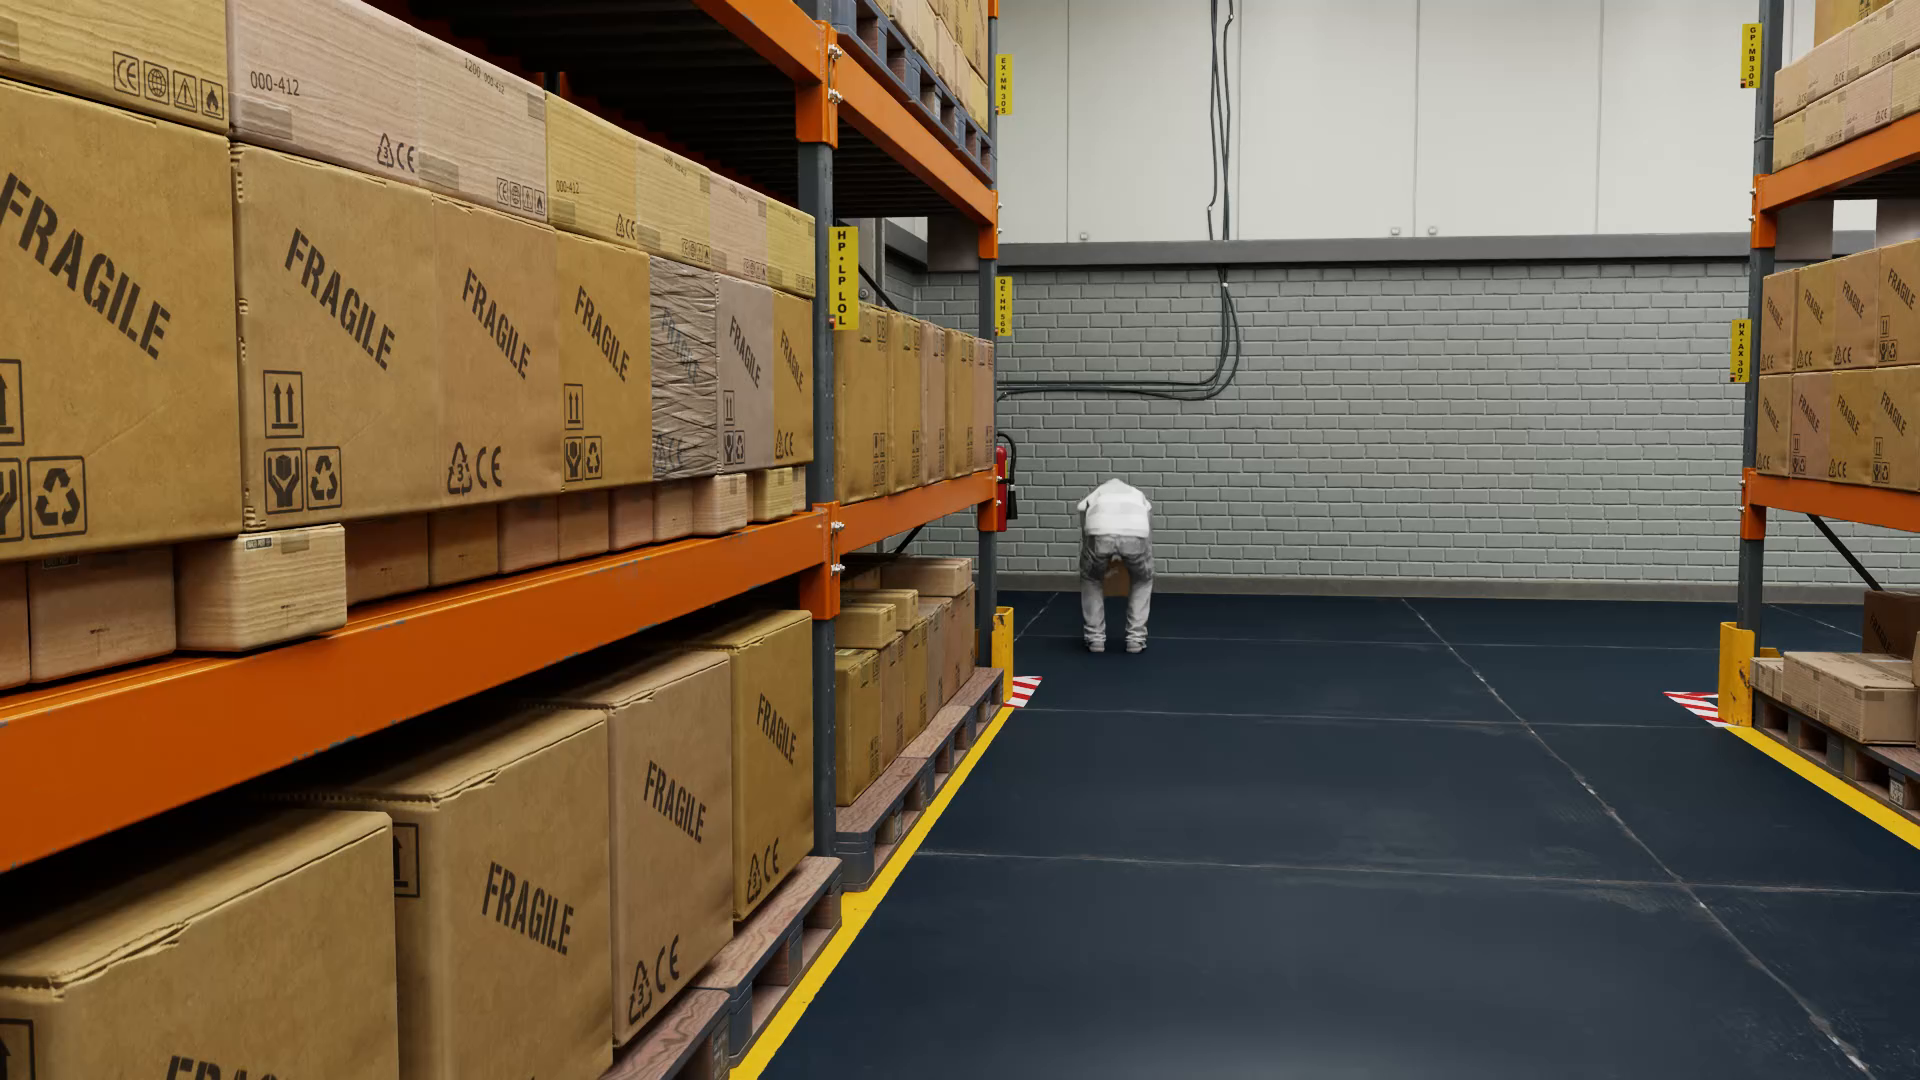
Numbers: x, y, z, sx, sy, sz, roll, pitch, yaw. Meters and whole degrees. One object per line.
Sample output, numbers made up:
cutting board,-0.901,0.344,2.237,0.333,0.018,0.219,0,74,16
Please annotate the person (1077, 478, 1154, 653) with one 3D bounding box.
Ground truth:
person,1.068,0.164,11.448,0.531,1.146,0.970,0,4,6
